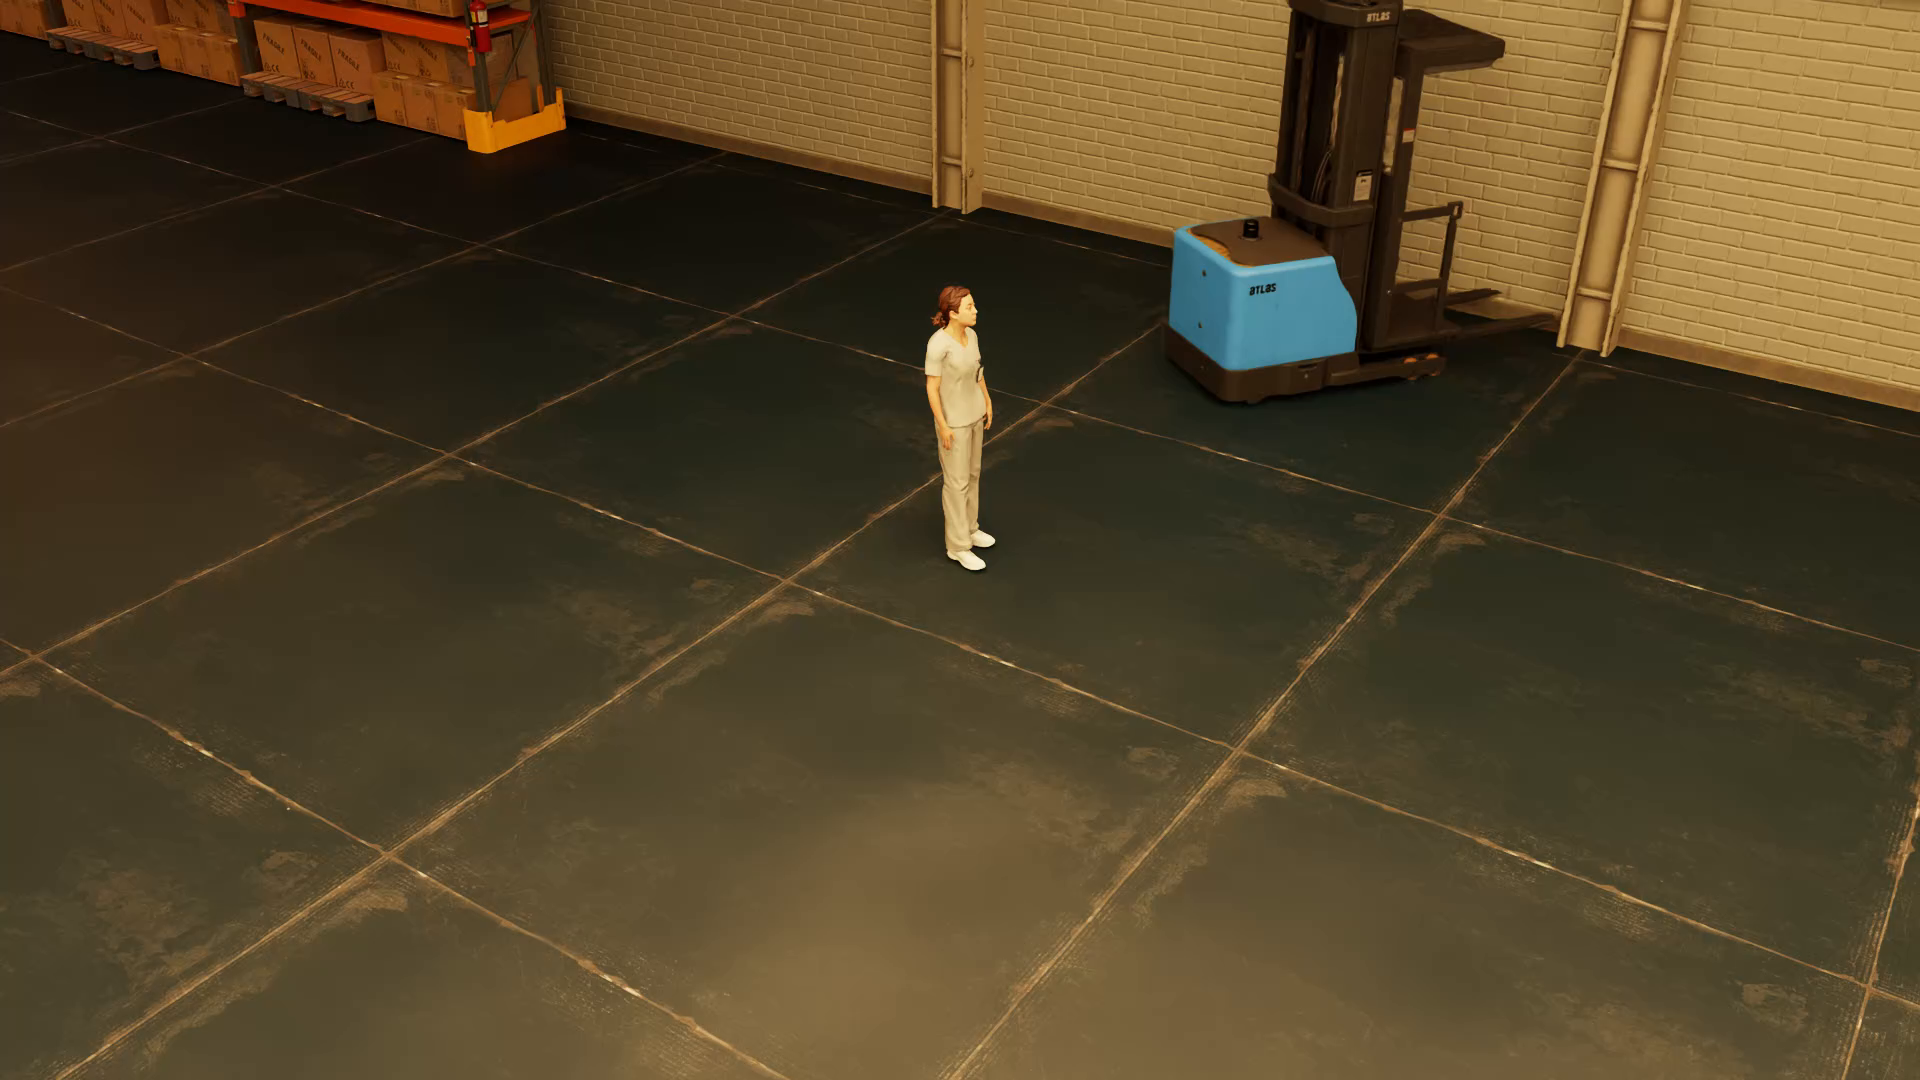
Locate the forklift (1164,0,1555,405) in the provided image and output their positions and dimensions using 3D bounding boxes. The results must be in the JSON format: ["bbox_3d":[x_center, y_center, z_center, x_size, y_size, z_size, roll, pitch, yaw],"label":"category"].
[{"bbox_3d":[3.150,-2.711,12.250,3.031,2.935,1.130,-11,32,-18],"label":"forklift"}]

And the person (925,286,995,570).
[{"bbox_3d":[0.054,-0.705,10.030,0.548,1.673,0.549,19,35,29],"label":"person"}]
